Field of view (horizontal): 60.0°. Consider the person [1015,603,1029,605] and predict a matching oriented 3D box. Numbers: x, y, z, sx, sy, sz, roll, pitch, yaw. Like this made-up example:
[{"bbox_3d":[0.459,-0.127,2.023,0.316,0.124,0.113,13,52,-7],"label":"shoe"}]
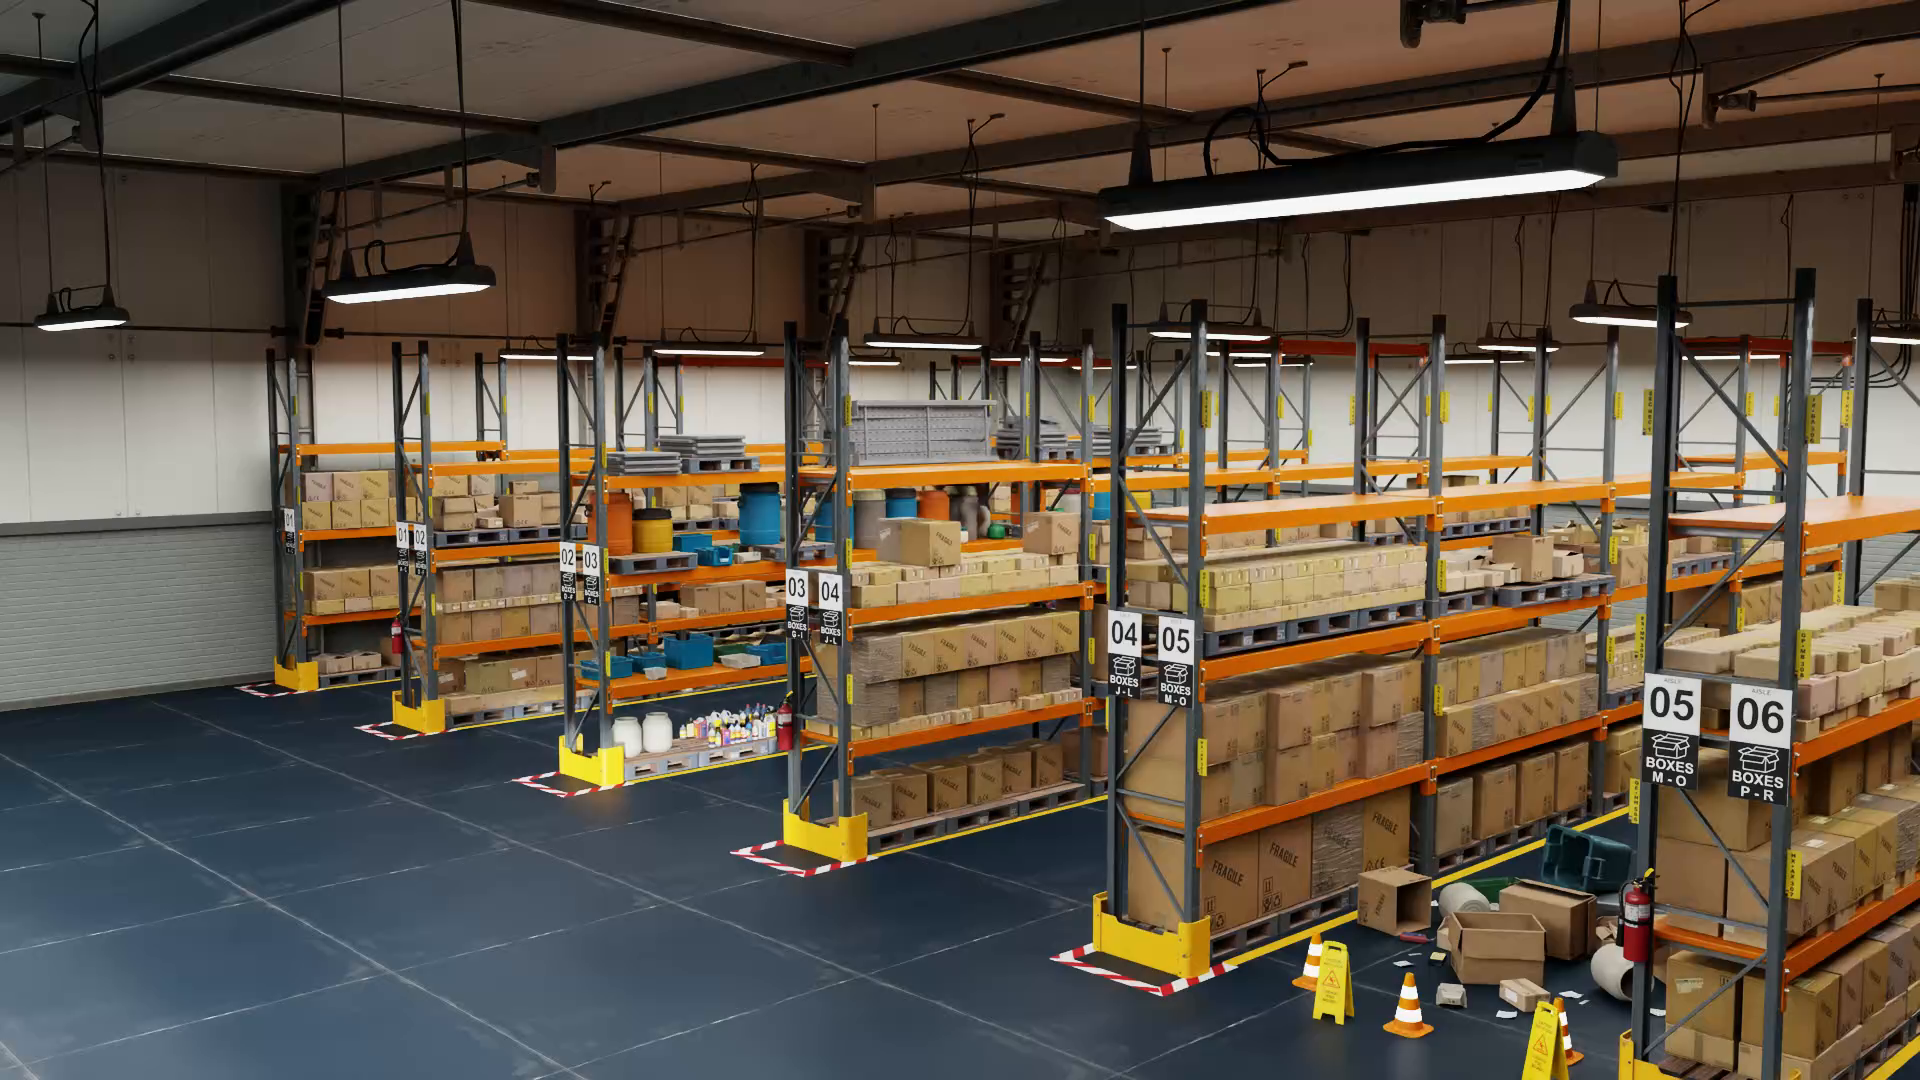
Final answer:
[{"bbox_3d":[1.078,1.630,31.452,0.676,1.632,0.919,4,6,36],"label":"person"}]
